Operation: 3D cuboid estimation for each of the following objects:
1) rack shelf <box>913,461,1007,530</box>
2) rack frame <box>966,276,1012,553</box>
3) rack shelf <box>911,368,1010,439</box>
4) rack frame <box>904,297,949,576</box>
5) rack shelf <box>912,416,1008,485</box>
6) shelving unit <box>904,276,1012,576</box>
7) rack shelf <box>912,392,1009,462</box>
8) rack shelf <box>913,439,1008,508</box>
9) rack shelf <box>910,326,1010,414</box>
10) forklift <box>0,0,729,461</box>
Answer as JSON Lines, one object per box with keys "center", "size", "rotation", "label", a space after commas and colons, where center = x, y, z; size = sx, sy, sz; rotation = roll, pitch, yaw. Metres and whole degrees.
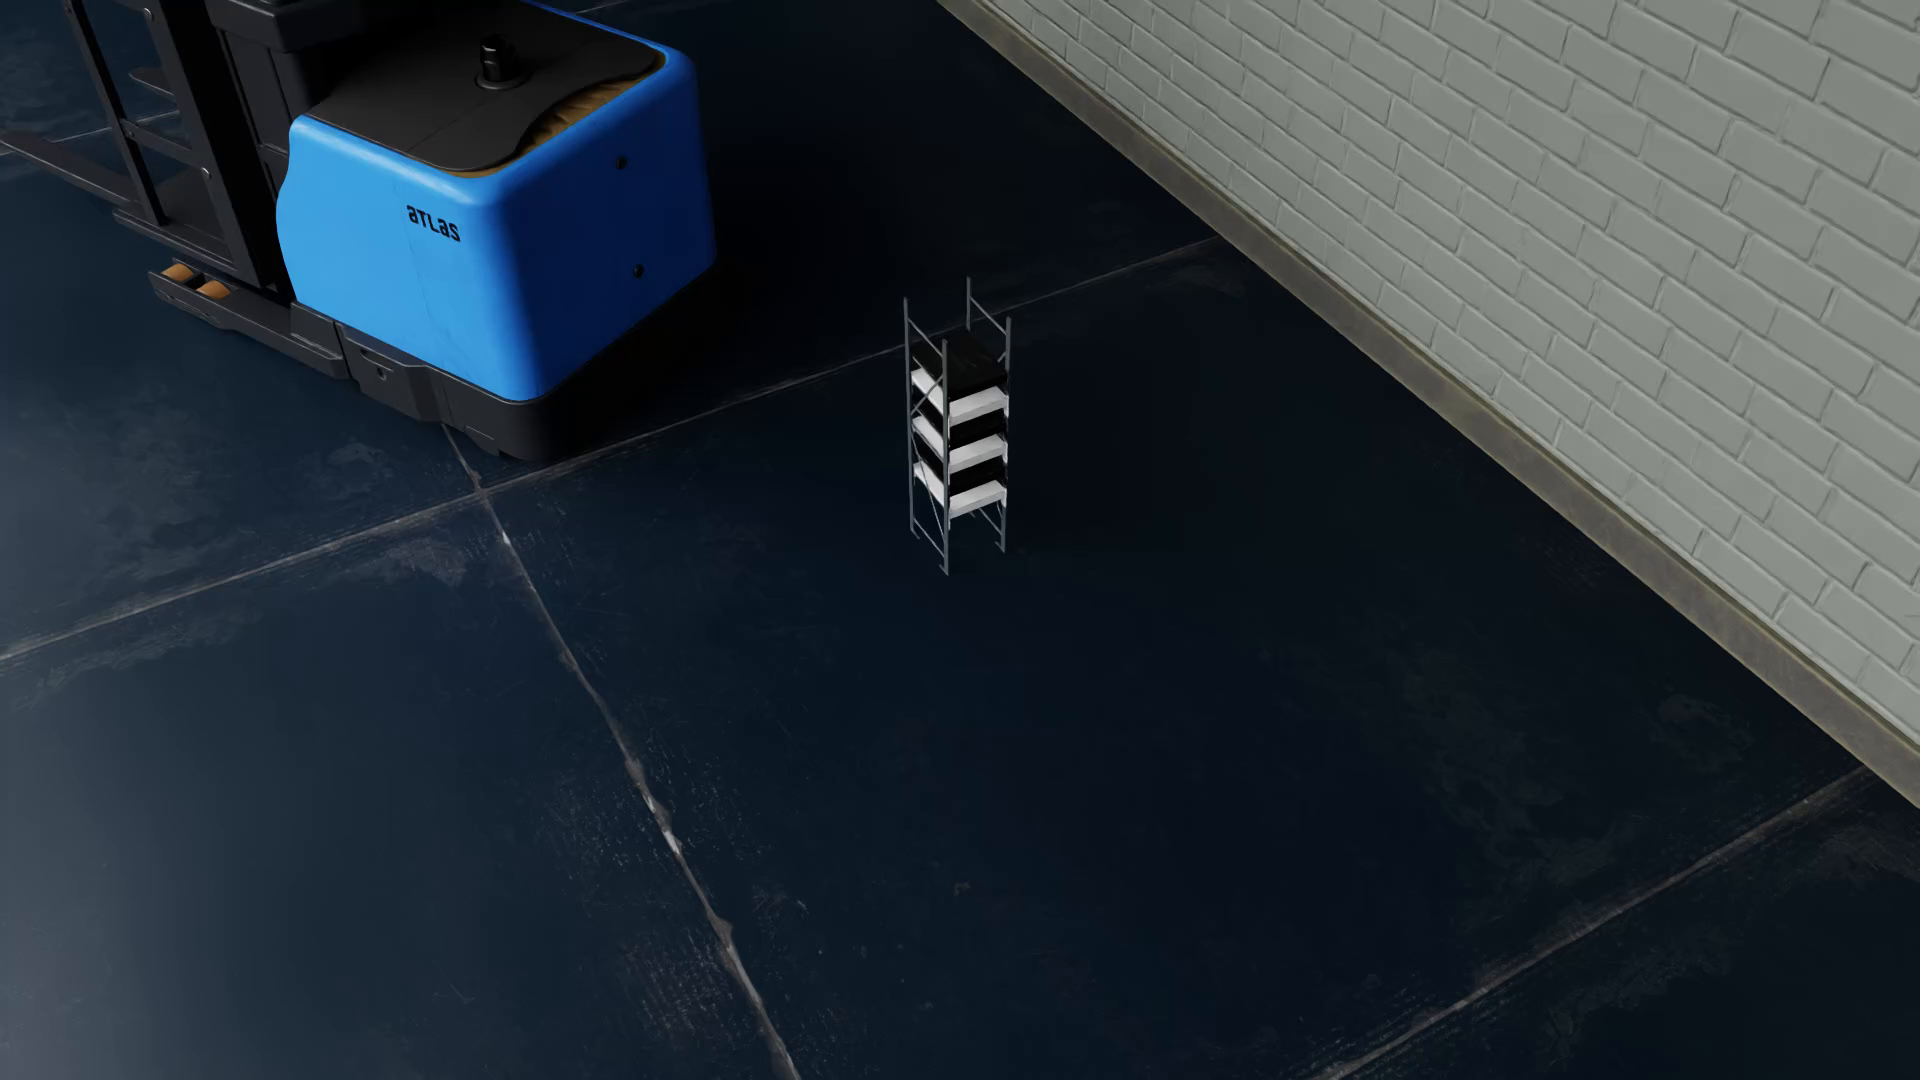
{"center": [-0.007, -0.167, 5.082], "size": [0.200, 0.077, 0.258], "rotation": [-22, 48, -21], "label": "rack shelf"}
{"center": [0.081, -0.355, 4.970], "size": [0.006, 0.900, 0.240], "rotation": [-22, 48, -21], "label": "rack frame"}
{"center": [-0.007, -0.425, 4.832], "size": [0.200, 0.077, 0.258], "rotation": [-22, 48, -21], "label": "rack shelf"}
{"center": [-0.095, -0.285, 4.897], "size": [0.006, 0.900, 0.240], "rotation": [-22, 48, -21], "label": "rack frame"}
{"center": [-0.007, -0.296, 4.957], "size": [0.200, 0.077, 0.258], "rotation": [-22, 48, -21], "label": "rack shelf"}
{"center": [-0.007, -0.320, 4.934], "size": [0.210, 0.900, 0.258], "rotation": [-22, 48, -21], "label": "shelving unit"}
{"center": [-0.007, -0.361, 4.894], "size": [0.200, 0.077, 0.258], "rotation": [-22, 48, -21], "label": "rack shelf"}
{"center": [-0.007, -0.232, 5.020], "size": [0.200, 0.077, 0.258], "rotation": [-22, 48, -21], "label": "rack shelf"}
{"center": [-0.007, -0.490, 4.769], "size": [0.200, 0.077, 0.258], "rotation": [-22, 48, -21], "label": "rack shelf"}
{"center": [-2.348, -2.107, 5.317], "size": [3.031, 2.935, 1.130], "rotation": [24, 49, 23], "label": "forklift"}
